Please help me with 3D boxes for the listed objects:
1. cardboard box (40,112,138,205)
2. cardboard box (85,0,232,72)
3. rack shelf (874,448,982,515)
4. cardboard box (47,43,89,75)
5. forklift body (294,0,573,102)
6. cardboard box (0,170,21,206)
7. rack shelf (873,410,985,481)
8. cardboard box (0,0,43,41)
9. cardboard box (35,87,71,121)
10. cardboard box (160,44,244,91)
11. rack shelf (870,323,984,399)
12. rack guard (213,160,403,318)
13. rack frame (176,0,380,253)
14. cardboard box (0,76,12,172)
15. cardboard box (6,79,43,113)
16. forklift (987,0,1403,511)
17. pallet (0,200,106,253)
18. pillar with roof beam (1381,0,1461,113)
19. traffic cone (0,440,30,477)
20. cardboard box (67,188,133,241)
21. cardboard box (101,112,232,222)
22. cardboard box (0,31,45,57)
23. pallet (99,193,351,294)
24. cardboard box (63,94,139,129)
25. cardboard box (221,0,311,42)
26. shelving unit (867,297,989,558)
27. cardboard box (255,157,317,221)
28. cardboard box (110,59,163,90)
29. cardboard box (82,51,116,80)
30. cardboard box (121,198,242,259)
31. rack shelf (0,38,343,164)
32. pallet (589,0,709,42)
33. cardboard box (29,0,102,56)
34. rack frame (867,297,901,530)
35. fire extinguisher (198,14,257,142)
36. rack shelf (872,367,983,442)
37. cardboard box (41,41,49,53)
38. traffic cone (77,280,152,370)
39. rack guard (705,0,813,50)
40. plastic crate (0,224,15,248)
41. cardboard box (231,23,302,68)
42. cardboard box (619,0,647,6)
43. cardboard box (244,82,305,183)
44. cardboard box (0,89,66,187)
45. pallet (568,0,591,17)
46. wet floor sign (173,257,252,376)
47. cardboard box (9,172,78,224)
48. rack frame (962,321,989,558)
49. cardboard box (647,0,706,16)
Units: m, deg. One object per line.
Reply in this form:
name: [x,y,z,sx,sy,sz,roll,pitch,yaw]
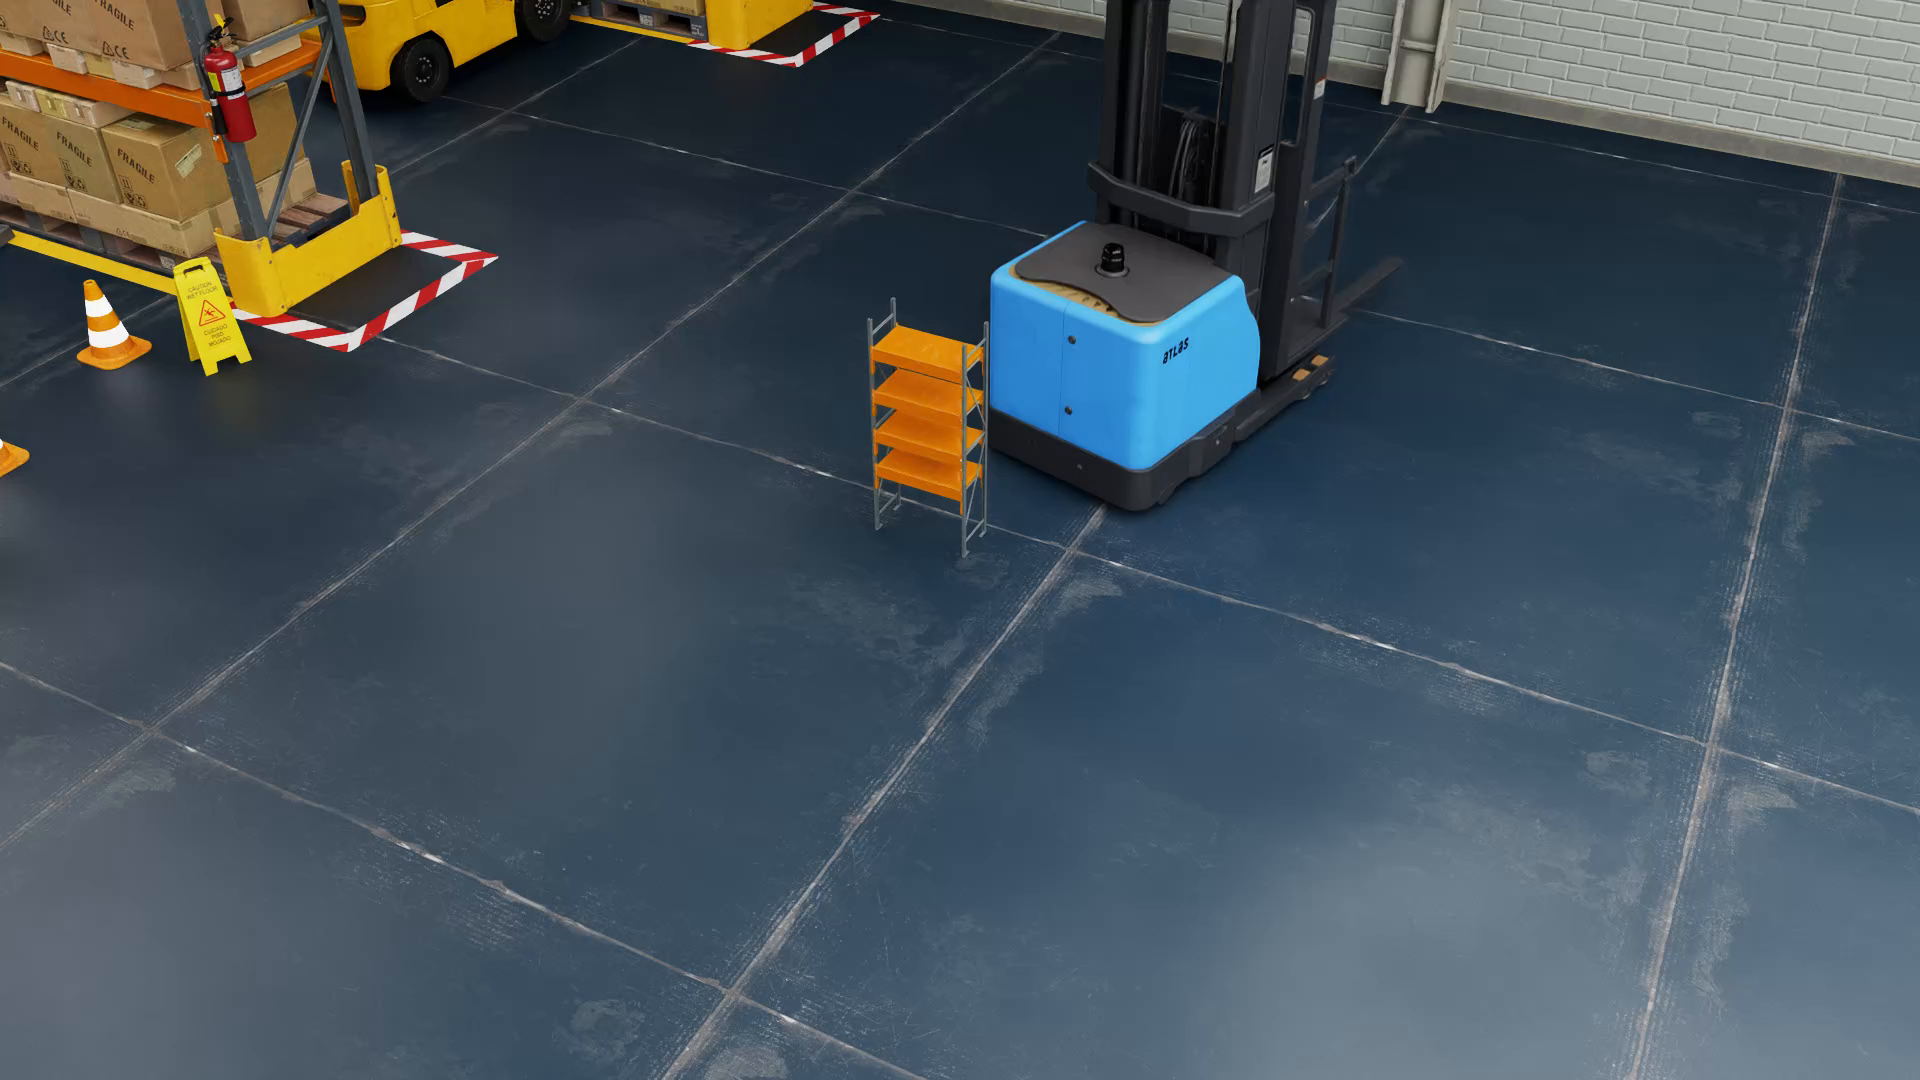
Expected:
cardboard box: [-5.257,-2.460,10.336,0.500,0.500,0.500,19,41,23]
cardboard box: [-4.570,-3.025,9.445,0.500,0.500,0.500,17,40,21]
rack shelf: [-0.147,-0.312,8.128,0.480,0.148,0.258,17,41,21]
cardboard box: [-5.128,-2.901,9.819,0.250,0.149,0.380,18,41,22]
forklift body: [-4.205,-4.739,12.734,1.214,2.155,2.313,17,41,21]
cardboard box: [-6.162,-2.450,10.943,0.500,0.250,0.500,17,40,21]
rack shelf: [-0.147,-0.470,8.008,0.480,0.148,0.258,17,41,21]
cardboard box: [-5.455,-3.307,9.817,0.500,0.500,0.500,17,40,21]
cardboard box: [-5.371,-2.713,10.133,0.250,0.149,0.380,18,41,22]
cardboard box: [-4.392,-2.752,9.623,0.250,0.149,0.380,19,41,23]
rack shelf: [-0.147,-0.837,7.730,0.480,0.148,0.258,17,41,21]
rack guard: [-4.029,-1.889,10.344,0.348,0.500,1.175,17,41,21]
rack frame: [-3.961,-2.863,9.561,0.127,3.000,1.000,17,41,21]
cardboard box: [-6.173,-2.750,10.718,0.500,0.500,0.500,20,41,24]
cardboard box: [-5.604,-2.787,10.230,0.250,0.149,0.380,19,41,23]
forklift: [1.473,-2.133,8.655,1.130,2.935,3.031,27,45,31]
pallet: [-5.813,-2.359,11.202,1.213,0.211,1.003,17,41,21]
pillar with roof beam: [1.463,-4.617,6.909,0.400,9.000,9.100,17,41,21]
traffic cone: [-5.145,-0.589,8.663,0.334,0.463,0.336,17,41,21]
cardboard box: [-5.259,-2.164,10.566,0.500,0.250,0.500,18,41,22]
cardboard box: [-4.792,-2.317,10.148,0.500,0.500,0.500,18,41,22]
cardboard box: [-5.560,-3.070,10.042,0.250,0.149,0.380,17,40,21]
pallet: [-4.734,-2.019,10.754,1.213,0.211,1.003,17,41,21]
cardboard box: [-5.149,-2.641,10.038,0.250,0.149,0.380,19,41,23]
cardboard box: [-4.254,-3.302,9.810,0.500,0.500,0.500,17,40,21]
shelving unit: [-0.147,-0.524,7.968,0.503,1.200,0.258,17,41,21]
cardboard box: [-4.550,-2.308,10.756,0.500,0.250,0.500,17,40,21]
cardboard box: [-4.668,-2.763,9.637,0.250,0.149,0.380,17,40,21]
cardboard box: [-4.885,-2.846,9.746,0.250,0.149,0.380,17,40,21]
cardboard box: [-4.824,-2.022,10.380,0.500,0.250,0.500,17,40,21]
rack shelf: [-5.737,-3.133,10.511,4.000,0.370,1.077,17,41,21]
pallet: [-2.380,-4.609,14.167,1.213,0.211,1.003,17,41,21]
cardboard box: [-5.012,-3.166,9.631,0.500,0.500,0.500,17,41,22]
rack frame: [-0.364,-0.592,8.057,0.015,1.200,0.240,17,41,21]
fire extinguisher: [-4.071,-2.553,9.216,0.183,0.674,0.296,17,41,21]
rack shelf: [-0.147,-0.649,7.873,0.480,0.148,0.258,17,41,21]
cardboard box: [-5.291,-3.048,10.012,0.250,0.149,0.380,18,41,22]
traffic cone: [-4.936,-1.280,9.573,0.334,0.463,0.336,17,41,21]
rack guard: [-1.660,-4.527,13.820,0.348,0.500,1.175,17,41,21]
plastic crate: [-6.496,-1.936,10.754,0.583,0.080,0.402,4,37,6]
cardboard box: [-4.168,-2.969,9.908,0.250,0.149,0.380,18,41,22]
cardboard box: [-2.681,-4.706,13.915,0.500,0.250,0.500,17,41,21]
cardboard box: [-4.572,-2.613,10.538,0.500,0.500,0.500,16,40,20]
cardboard box: [-5.702,-2.604,10.526,0.500,0.500,0.500,16,40,20]
pallet: [-3.459,-4.949,14.614,1.213,0.211,1.003,17,41,21]
wet floor sign: [-4.284,-1.298,9.446,0.267,0.644,0.232,-29,46,-33]
cardboard box: [-5.726,-2.306,10.754,0.500,0.250,0.500,16,40,20]
rack frame: [0.070,-0.456,7.878,0.015,1.200,0.240,17,41,21]
cardboard box: [-2.244,-4.562,13.726,0.500,0.250,0.500,18,41,22]
